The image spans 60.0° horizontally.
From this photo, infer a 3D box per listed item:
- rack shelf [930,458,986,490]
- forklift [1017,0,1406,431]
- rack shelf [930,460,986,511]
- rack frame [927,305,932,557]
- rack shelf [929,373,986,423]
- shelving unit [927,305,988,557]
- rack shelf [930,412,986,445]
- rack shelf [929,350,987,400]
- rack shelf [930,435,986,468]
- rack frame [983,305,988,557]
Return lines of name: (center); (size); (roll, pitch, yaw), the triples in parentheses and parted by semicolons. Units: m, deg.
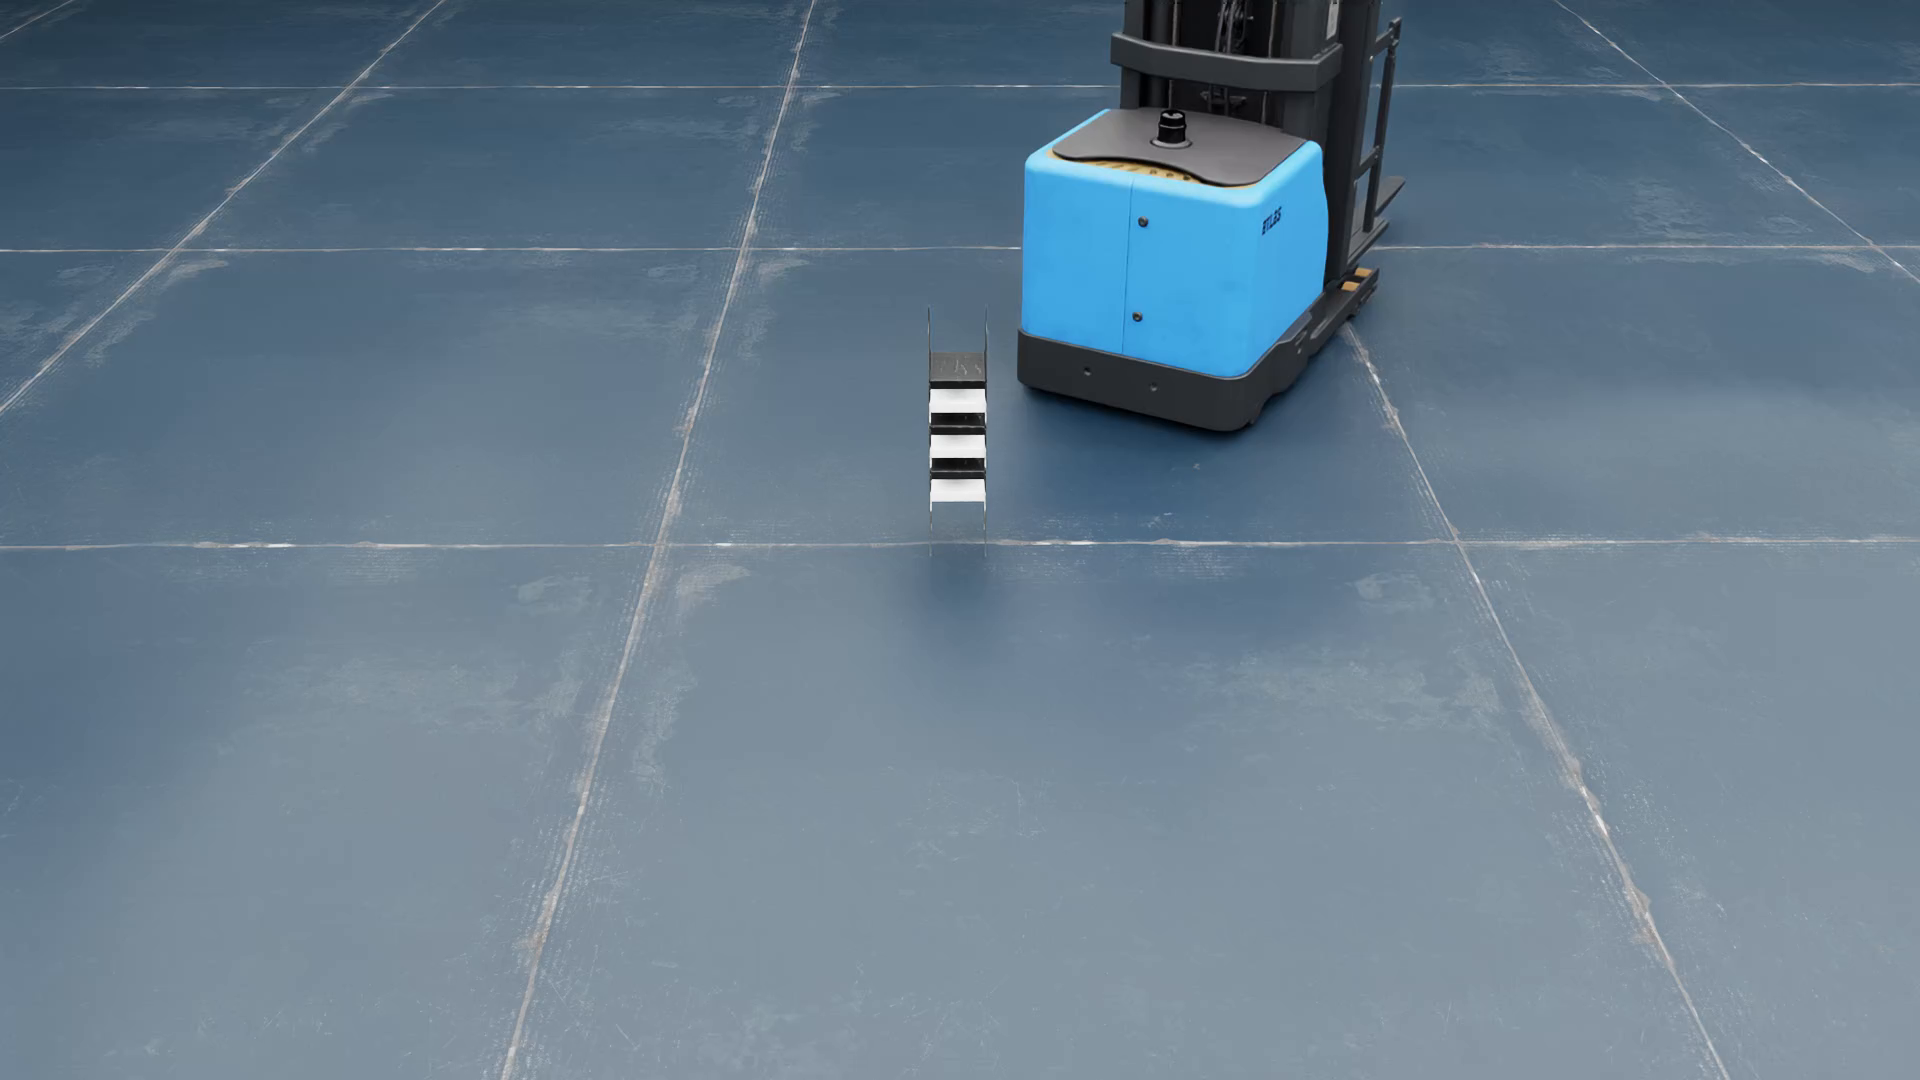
rack shelf: (-0.008, -0.279, 6.081); (0.200, 0.077, 0.258); (0, 31, 0)
forklift: (1.403, -2.438, 7.442); (1.130, 2.935, 3.031); (16, 35, 24)
rack shelf: (-0.008, -0.202, 6.127); (0.200, 0.077, 0.258); (0, 31, 0)
rack frame: (-0.110, -0.384, 6.016); (0.006, 0.900, 0.240); (0, 31, 0)
rack shelf: (-0.008, -0.510, 5.940); (0.200, 0.077, 0.258); (0, 31, 0)
shelving unit: (-0.008, -0.385, 6.017); (0.210, 0.900, 0.258); (0, 31, 0)
rack shelf: (-0.008, -0.433, 5.987); (0.200, 0.077, 0.258); (0, 31, 0)
rack shelf: (-0.008, -0.587, 5.894); (0.200, 0.077, 0.258); (0, 31, 0)
rack shelf: (-0.008, -0.356, 6.034); (0.200, 0.077, 0.258); (0, 31, 0)
rack frame: (0.094, -0.385, 6.017); (0.006, 0.900, 0.240); (0, 31, 0)
